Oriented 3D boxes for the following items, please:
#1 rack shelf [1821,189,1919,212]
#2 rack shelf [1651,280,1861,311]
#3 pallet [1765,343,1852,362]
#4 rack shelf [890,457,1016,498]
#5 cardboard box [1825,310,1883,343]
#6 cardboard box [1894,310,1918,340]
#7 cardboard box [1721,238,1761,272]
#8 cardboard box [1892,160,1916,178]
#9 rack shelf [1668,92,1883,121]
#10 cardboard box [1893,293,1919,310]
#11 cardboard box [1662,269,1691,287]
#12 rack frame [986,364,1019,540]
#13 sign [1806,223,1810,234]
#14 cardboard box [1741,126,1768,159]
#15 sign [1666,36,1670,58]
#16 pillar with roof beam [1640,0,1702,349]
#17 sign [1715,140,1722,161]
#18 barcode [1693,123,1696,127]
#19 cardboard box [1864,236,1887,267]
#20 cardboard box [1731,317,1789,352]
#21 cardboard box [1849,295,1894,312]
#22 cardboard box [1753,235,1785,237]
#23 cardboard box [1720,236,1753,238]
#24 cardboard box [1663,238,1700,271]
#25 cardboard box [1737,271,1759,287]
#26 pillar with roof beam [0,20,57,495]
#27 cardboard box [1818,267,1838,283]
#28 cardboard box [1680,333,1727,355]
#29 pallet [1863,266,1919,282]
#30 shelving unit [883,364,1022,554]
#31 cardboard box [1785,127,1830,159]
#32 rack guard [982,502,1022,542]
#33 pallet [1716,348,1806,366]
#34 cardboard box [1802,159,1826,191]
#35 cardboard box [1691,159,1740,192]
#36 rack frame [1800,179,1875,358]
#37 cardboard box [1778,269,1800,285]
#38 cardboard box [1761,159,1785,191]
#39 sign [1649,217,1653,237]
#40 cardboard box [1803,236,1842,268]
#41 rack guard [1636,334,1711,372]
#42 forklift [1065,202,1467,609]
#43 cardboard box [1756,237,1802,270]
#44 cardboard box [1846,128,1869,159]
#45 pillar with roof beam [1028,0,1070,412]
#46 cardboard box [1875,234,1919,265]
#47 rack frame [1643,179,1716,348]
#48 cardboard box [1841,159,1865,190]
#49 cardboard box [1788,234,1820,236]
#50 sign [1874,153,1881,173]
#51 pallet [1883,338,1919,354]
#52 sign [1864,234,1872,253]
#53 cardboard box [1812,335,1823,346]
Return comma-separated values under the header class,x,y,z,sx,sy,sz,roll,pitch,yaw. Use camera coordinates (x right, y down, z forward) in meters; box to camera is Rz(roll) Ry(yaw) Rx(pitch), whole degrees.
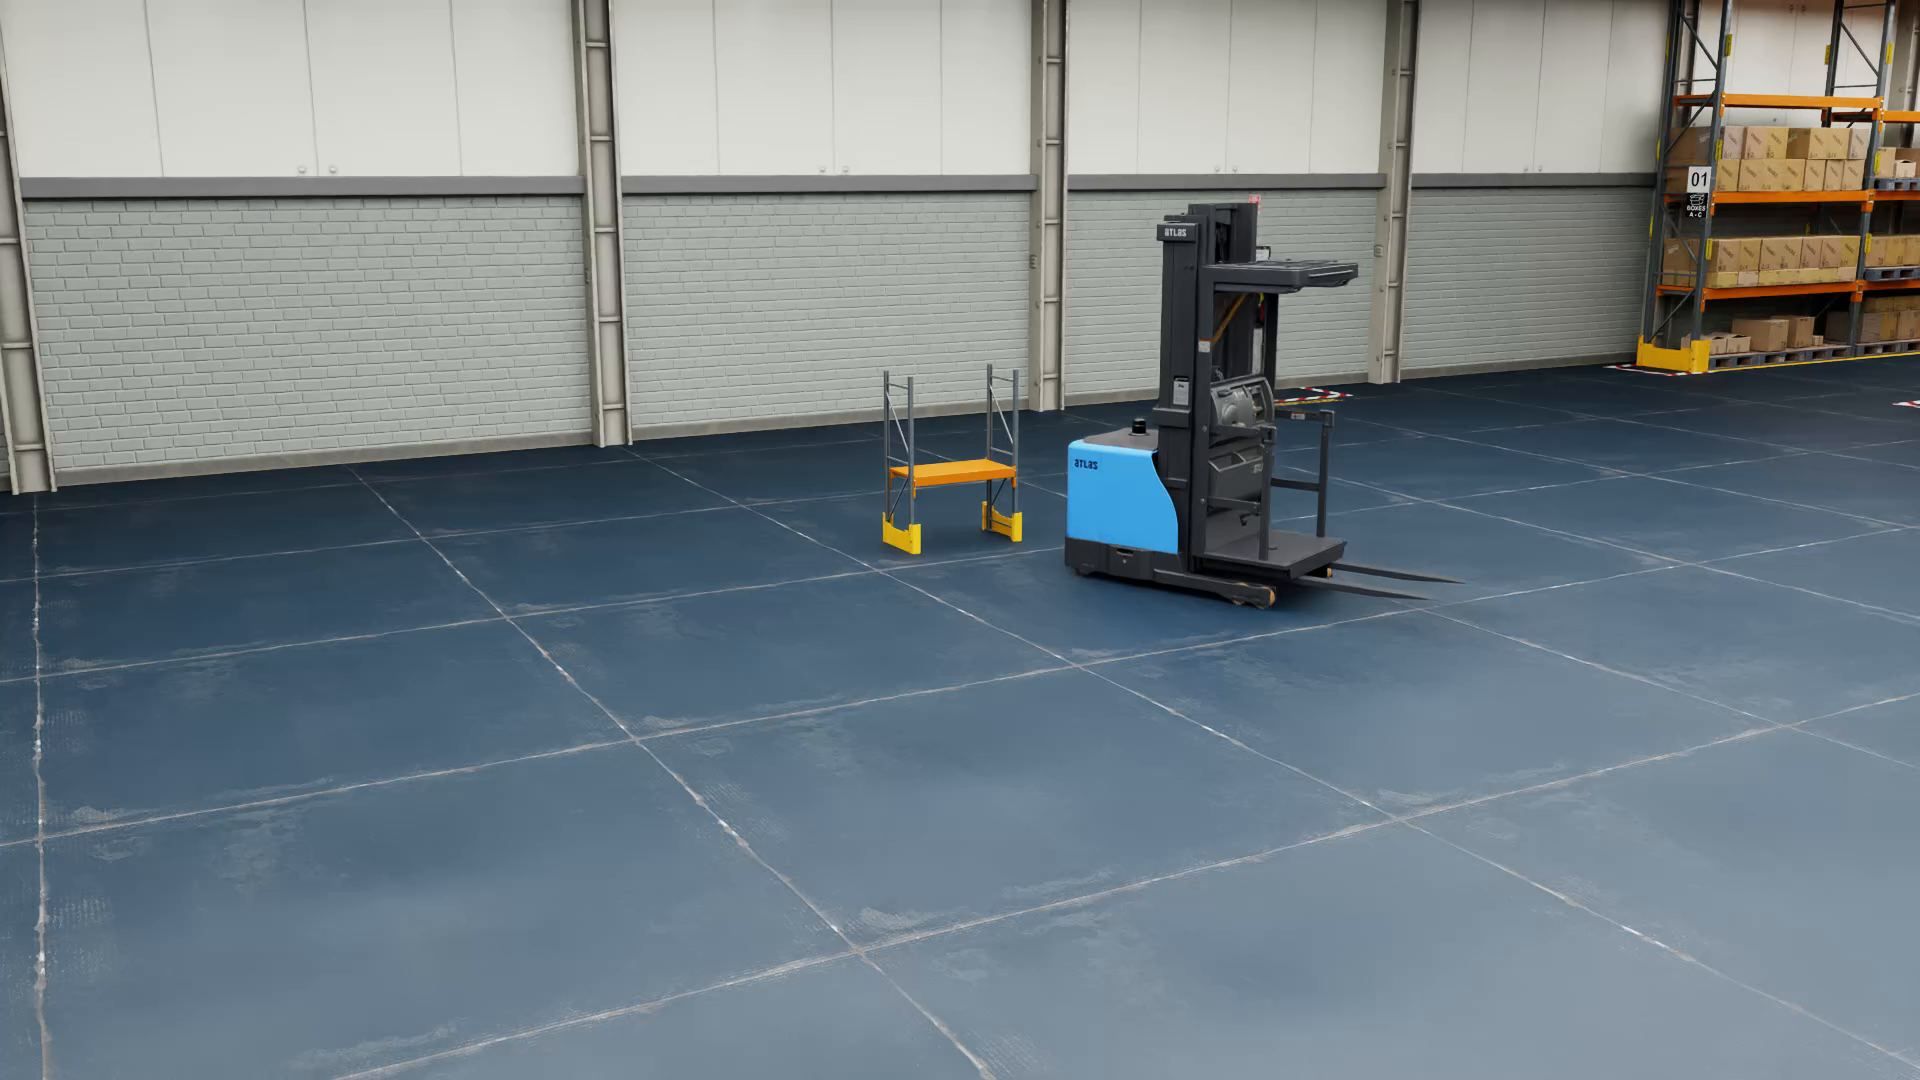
class,x,y,z,sx,sy,sz,roll,pitch,yaw
rack shelf,16.762,-5.994,29.218,4.000,0.370,1.077,-7,14,-28
rack shelf,13.251,-4.110,27.678,4.000,0.370,1.077,-7,14,-28
pallet,14.434,-3.233,28.496,1.213,0.211,1.003,-7,14,-28
rack shelf,-0.075,-0.547,14.444,1.000,0.185,0.538,-7,14,-28
cardboard box,15.644,-3.747,29.118,0.500,0.500,0.700,-6,14,-26
cardboard box,16.541,-3.857,29.607,0.500,0.500,0.700,-7,14,-27
cardboard box,12.497,-4.595,26.784,0.500,0.500,0.500,-7,14,-28
cardboard box,16.065,-6.403,28.643,0.500,0.311,0.500,-6,14,-26
rack shelf,13.251,-7.035,27.020,4.000,0.370,1.077,-7,14,-28
cardboard box,16.931,-4.264,29.709,0.500,0.250,0.500,-7,14,-28
cardboard box,11.813,-4.274,27.063,0.500,0.250,0.500,-7,14,-27
rack frame,0.371,-0.776,14.642,0.032,1.500,0.500,-7,14,-28
sign,14.737,-5.343,28.880,0.005,0.325,0.100,-7,14,-28
cardboard box,12.414,-6.297,26.375,0.500,0.500,0.500,-7,14,-29
sign,11.247,-7.819,26.370,0.005,0.325,0.100,-7,14,-28
pillar with roof beam,13.758,-6.588,23.387,0.400,9.000,9.100,-7,14,-28
sign,11.755,-6.036,25.774,0.005,0.325,0.100,-7,14,-28
barcode,11.879,-6.714,26.908,0.075,0.075,0.001,-7,14,-28
cardboard box,15.469,-4.982,28.683,0.500,0.500,0.700,-7,14,-28
cardboard box,13.314,-3.429,27.703,0.500,0.500,0.700,-8,15,-31
cardboard box,16.029,-4.160,29.245,0.500,0.250,0.500,-7,15,-29
cardboard box,13.598,-4.859,27.958,0.500,0.500,0.500,-6,14,-26
cardboard box,12.705,-4.750,27.471,0.500,0.500,0.500,-7,15,-29
cardboard box,11.807,-4.643,26.998,0.500,0.500,0.500,-7,14,-28
cardboard box,12.525,-4.235,26.889,0.500,0.250,0.500,-7,15,-30
pillar with roof beam,-7.308,-4.063,12.168,0.400,9.000,9.100,-7,14,-28
cardboard box,14.294,-4.449,27.841,0.500,0.250,0.500,-7,14,-28
cardboard box,12.146,-3.209,27.157,0.500,0.311,0.500,-9,15,-34
pallet,15.747,-4.630,28.788,1.213,0.211,1.003,-7,14,-28
shelving unit,-0.067,-0.724,14.409,1.083,1.500,0.587,-7,14,-28
cardboard box,13.767,-6.459,27.097,0.500,0.500,0.500,-7,15,-30
rack guard,0.370,-0.166,14.779,0.087,0.250,0.587,-7,14,-28
pallet,13.361,-3.104,27.922,1.213,0.211,1.003,-7,14,-28
cardboard box,13.763,-5.976,27.227,0.500,0.500,0.500,-7,15,-30
cardboard box,11.909,-5.759,26.264,0.500,0.500,0.500,-6,14,-26
rack frame,15.006,-4.671,28.534,0.127,3.000,1.000,-7,14,-28
cardboard box,13.419,-4.340,27.357,0.500,0.250,0.500,-7,14,-27
cardboard box,12.851,-5.864,26.730,0.500,0.500,0.500,-6,14,-25
sign,11.247,-5.079,26.987,0.005,0.325,0.100,-7,14,-28
cardboard box,14.304,-4.811,27.742,0.500,0.500,0.500,-7,14,-28
rack guard,11.562,-3.039,26.974,0.348,0.500,1.175,-7,14,-28
forklift,2.327,-1.051,12.604,3.031,2.935,1.130,9,16,36
cardboard box,13.401,-4.705,27.272,0.500,0.500,0.500,-6,14,-26
cardboard box,14.696,-6.576,27.615,0.500,0.500,0.500,-8,15,-33
pillar with roof beam,3.225,-5.326,17.777,0.400,9.000,9.100,-7,14,-28
cardboard box,16.526,-5.114,29.273,0.500,0.500,0.700,-5,14,-20
rack frame,11.495,-4.250,26.664,0.127,3.000,1.000,-7,14,-28
cardboard box,14.679,-6.092,27.742,0.500,0.500,0.500,-6,14,-26
cardboard box,14.494,-4.965,28.425,0.500,0.500,0.500,-7,15,-29
sign,15.273,-6.283,27.687,0.005,0.325,0.100,-7,14,-28
pallet,16.761,-3.522,29.779,1.213,0.211,1.003,-7,14,-28
sign,15.273,-4.990,27.978,0.005,0.325,0.100,-7,14,-28
cardboard box,14.551,-3.442,28.521,0.250,0.166,0.380,-9,16,-35
